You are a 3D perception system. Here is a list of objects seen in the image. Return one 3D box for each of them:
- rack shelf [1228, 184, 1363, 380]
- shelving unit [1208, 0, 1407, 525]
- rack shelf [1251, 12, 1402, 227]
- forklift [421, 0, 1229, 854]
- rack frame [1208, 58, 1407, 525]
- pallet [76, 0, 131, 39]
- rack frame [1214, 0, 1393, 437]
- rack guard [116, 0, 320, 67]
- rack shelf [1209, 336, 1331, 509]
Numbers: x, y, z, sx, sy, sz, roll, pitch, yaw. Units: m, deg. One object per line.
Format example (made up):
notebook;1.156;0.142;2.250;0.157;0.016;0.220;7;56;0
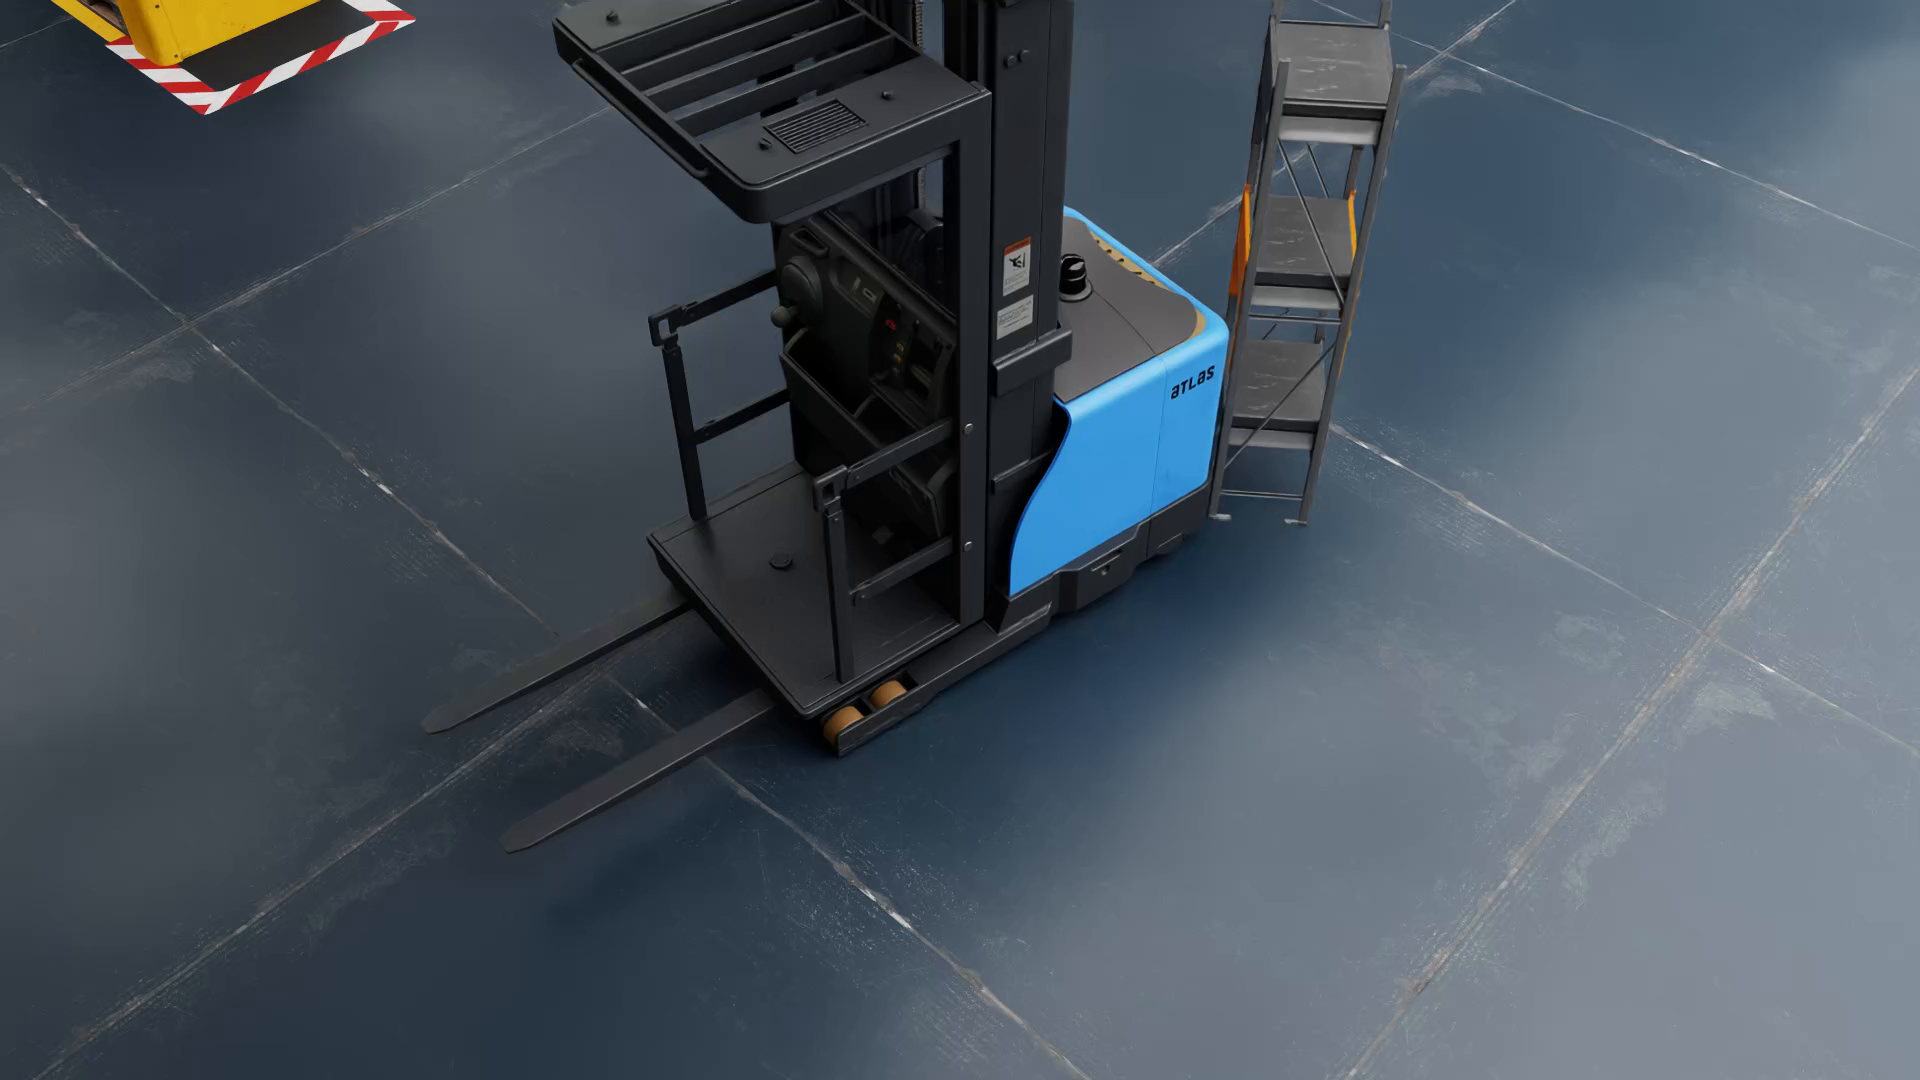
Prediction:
rack shelf;1.245;-0.969;6.238;0.431;0.518;0.480;4;47;4
shelving unit;1.245;-0.978;6.228;0.431;2.100;0.503;4;47;4
rack shelf;1.245;-1.448;5.728;0.431;0.518;0.480;4;47;4
forklift;-0.487;-0.678;5.377;3.031;2.935;1.130;-29;53;-24
rack frame;1.219;-0.801;6.062;0.400;2.100;0.015;4;47;4
pallet;-4.747;-3.440;9.835;1.213;0.211;1.003;34;55;28
rack frame;1.271;-1.155;6.394;0.400;2.100;0.015;4;47;4
rack guard;-4.139;-3.171;9.384;0.348;0.500;1.175;34;55;28
rack shelf;1.245;-0.490;6.748;0.431;0.518;0.480;4;47;4
